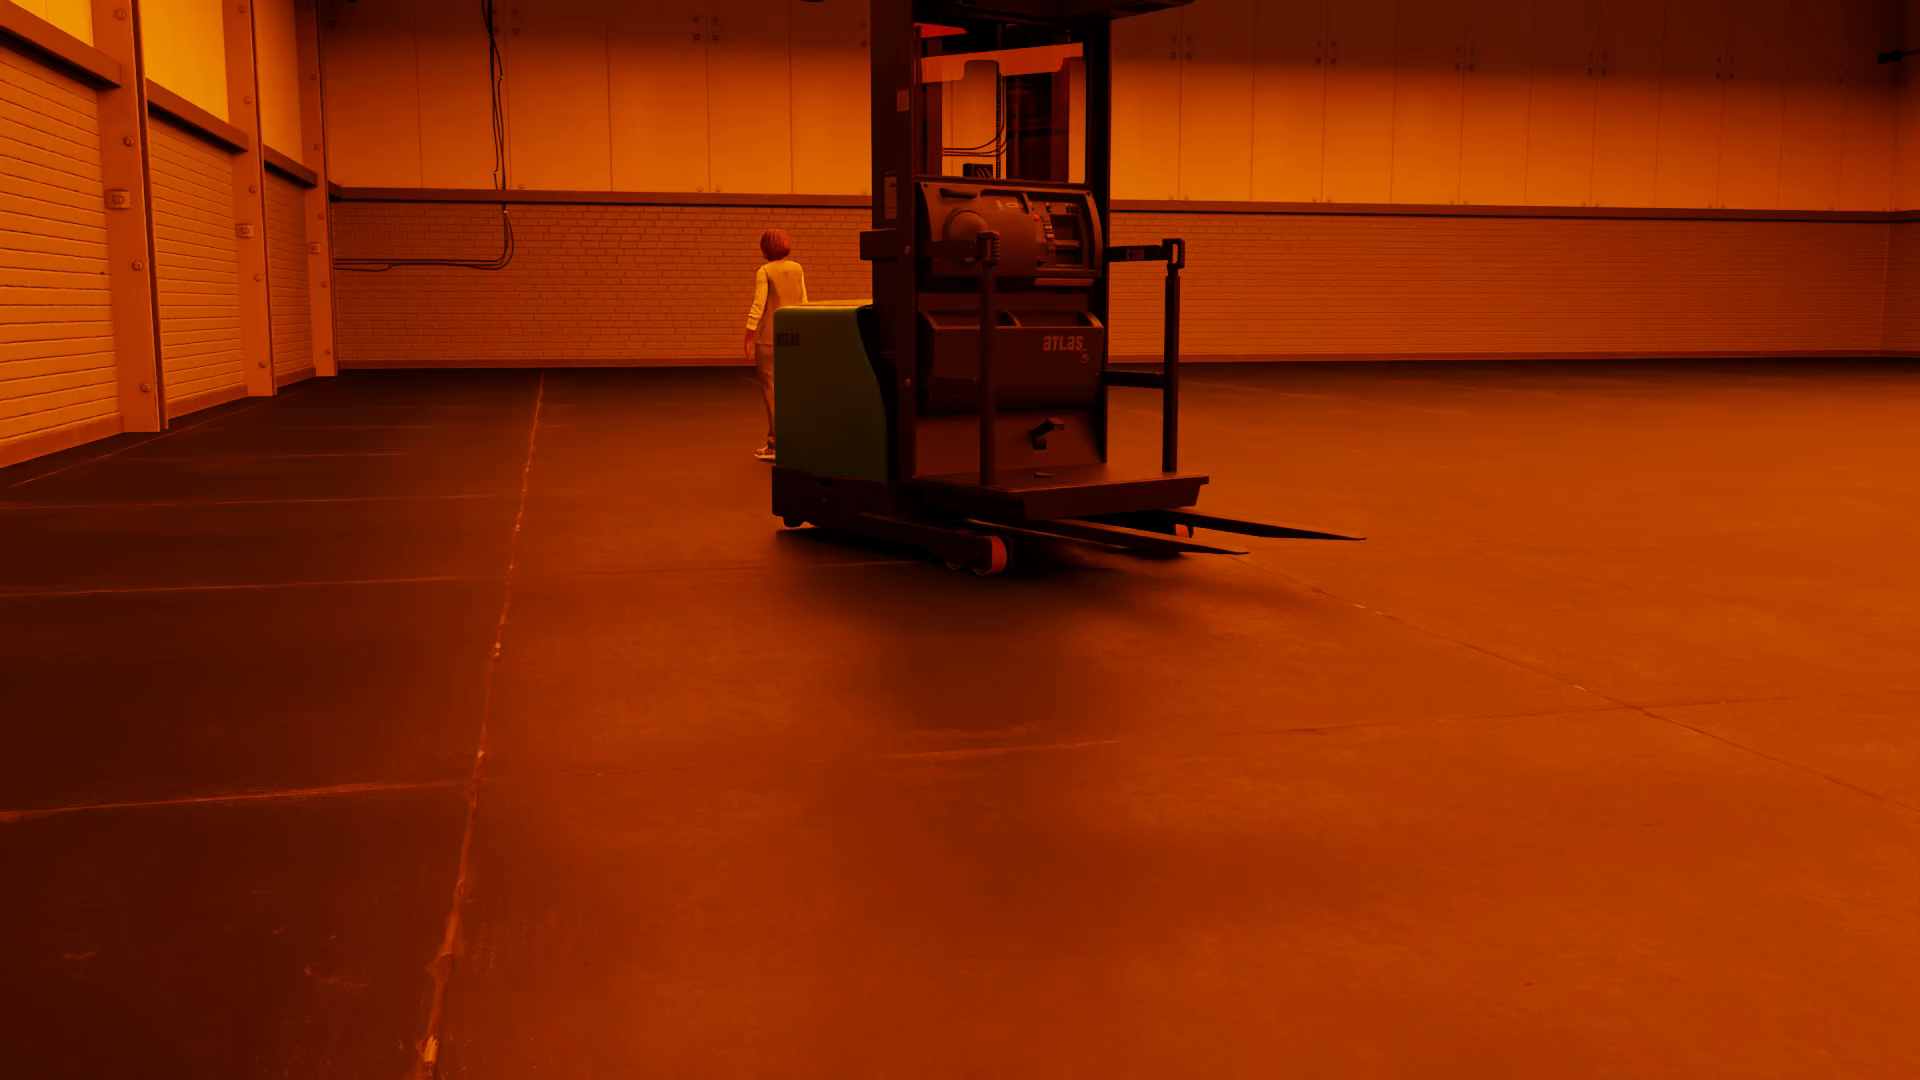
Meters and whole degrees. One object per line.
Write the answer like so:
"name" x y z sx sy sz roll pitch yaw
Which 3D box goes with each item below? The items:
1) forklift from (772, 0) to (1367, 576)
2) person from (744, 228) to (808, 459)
"forklift" 0.355 -1.383 7.015 1.130 2.935 3.031 -6 10 -35
"person" -1.319 -1.365 11.641 0.520 1.600 0.472 -7 11 -42
